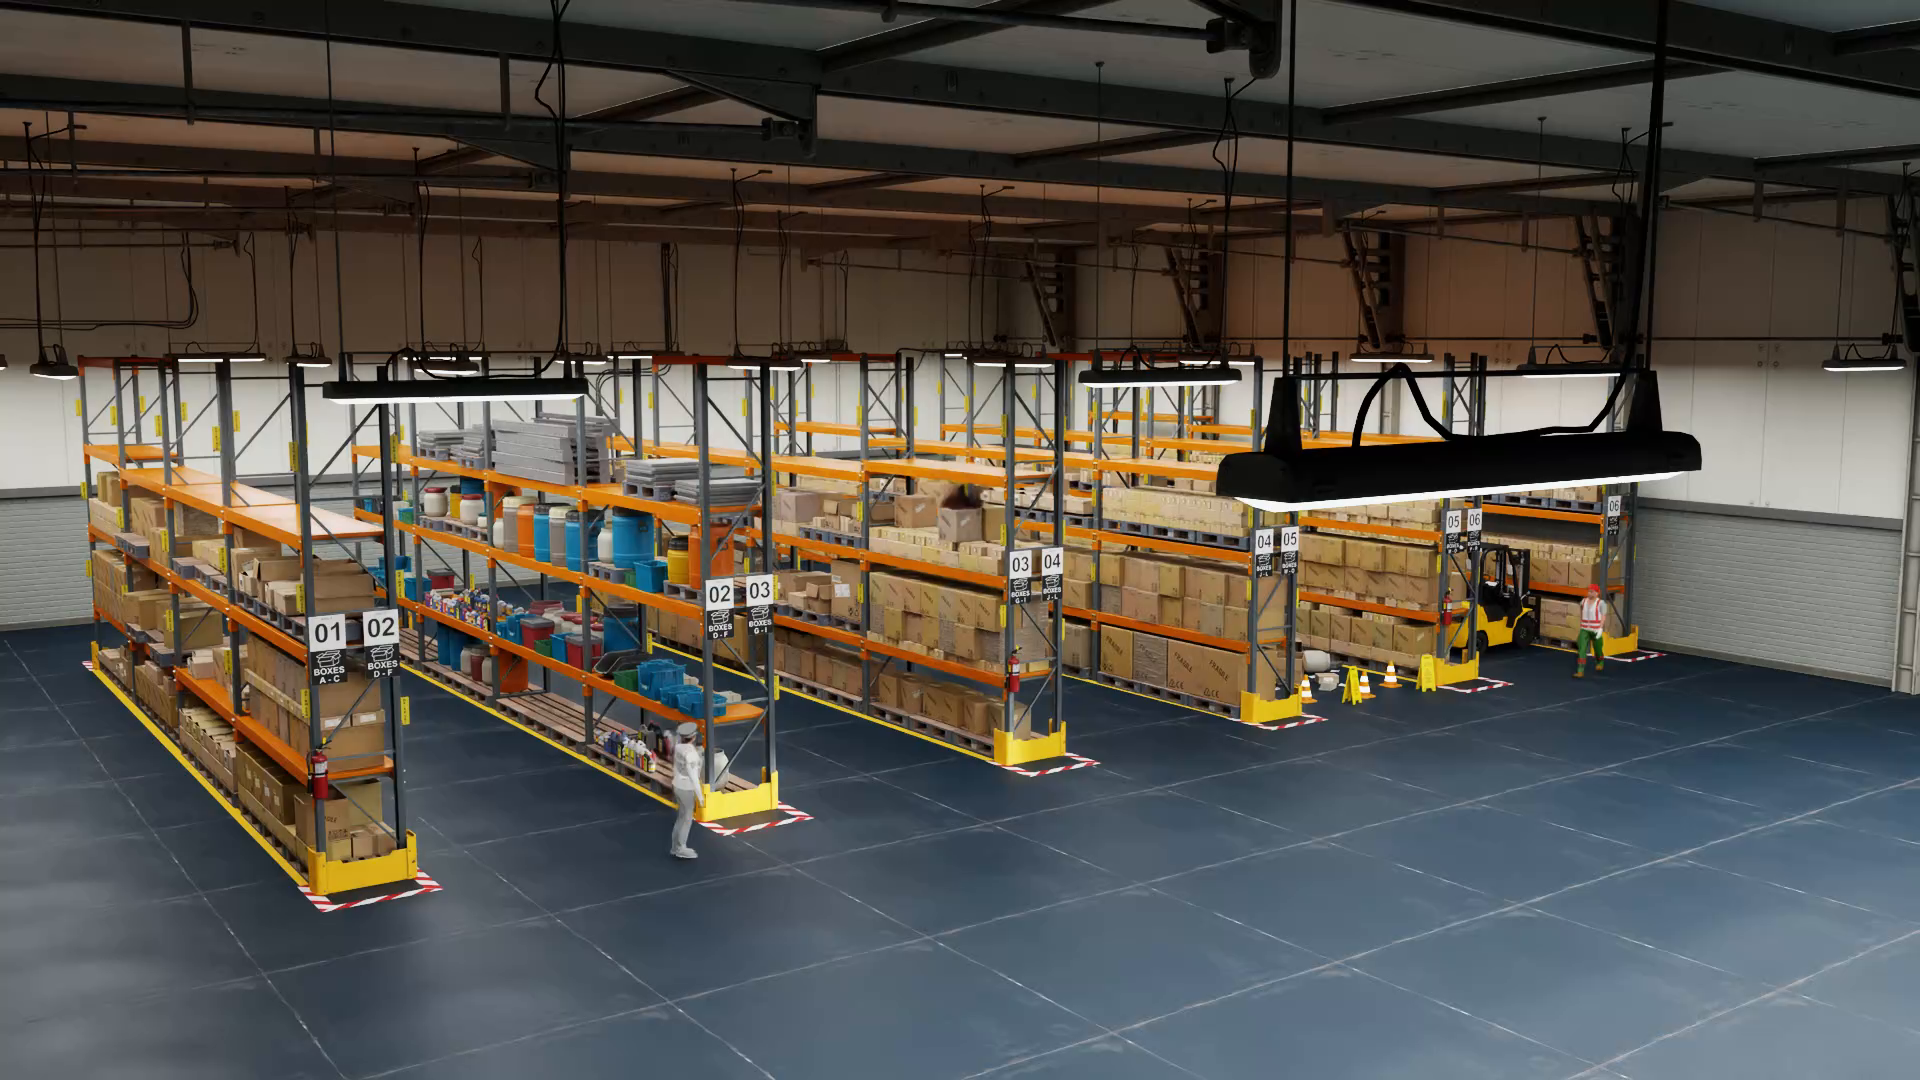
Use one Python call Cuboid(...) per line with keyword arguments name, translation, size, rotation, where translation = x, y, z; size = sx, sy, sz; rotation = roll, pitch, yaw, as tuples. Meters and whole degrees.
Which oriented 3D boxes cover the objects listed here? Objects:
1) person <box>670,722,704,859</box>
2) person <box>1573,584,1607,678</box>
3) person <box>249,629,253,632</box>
Cuboid(name="person", translation=(-3.341, 3.050, 20.294), size=(0.393, 1.688, 0.535), rotation=(-2, 7, -17))
Cuboid(name="person", translation=(11.838, 1.686, 31.177), size=(0.521, 1.751, 1.082), rotation=(5, 8, 33))
Cuboid(name="person", translation=(-12.945, 1.701, 30.924), size=(0.577, 1.793, 0.585), rotation=(-2, 7, -16))
